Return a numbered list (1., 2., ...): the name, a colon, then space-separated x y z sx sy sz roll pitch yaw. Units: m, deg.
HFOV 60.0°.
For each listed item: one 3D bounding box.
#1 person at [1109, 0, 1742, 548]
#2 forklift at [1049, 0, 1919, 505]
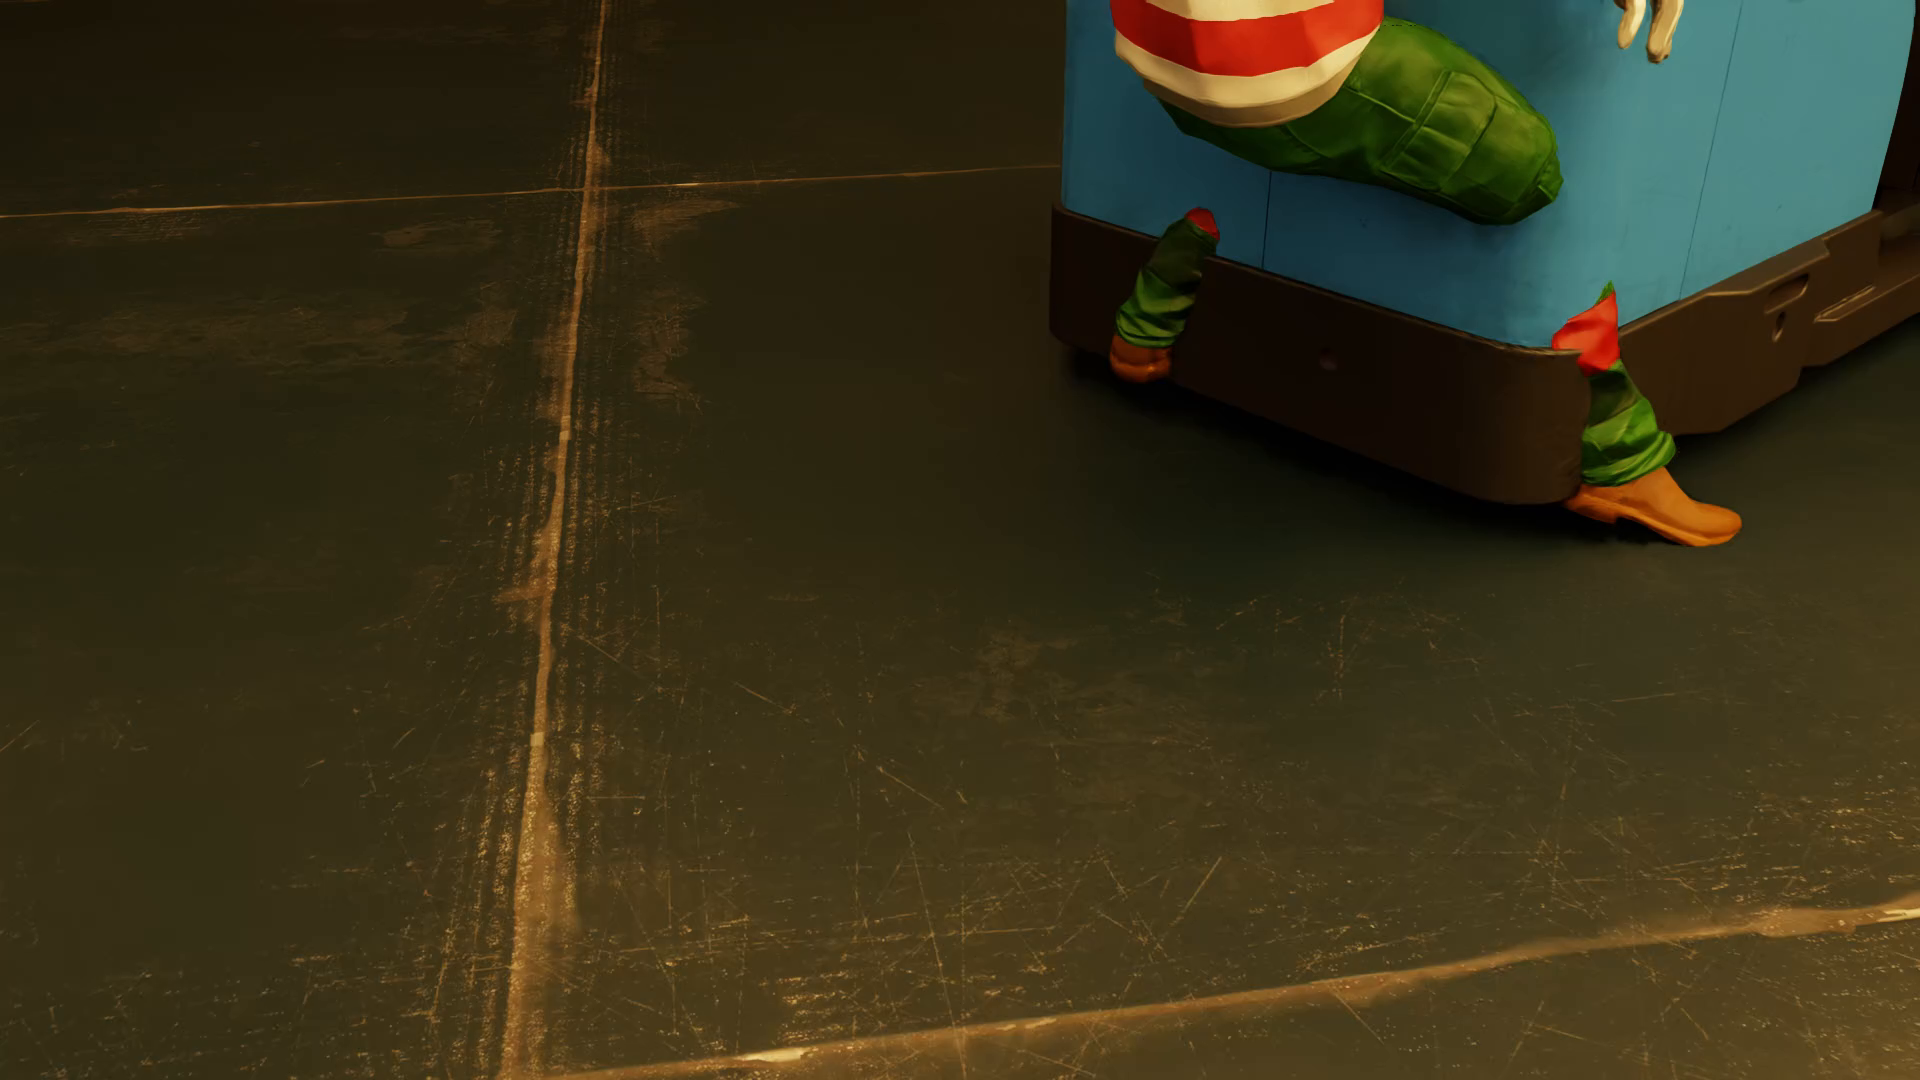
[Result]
1. person: 0.636 -0.773 2.343 0.890 1.559 0.954 -11 30 -20
2. forklift: 1.598 -1.918 2.987 3.031 2.935 1.130 -23 35 -36
